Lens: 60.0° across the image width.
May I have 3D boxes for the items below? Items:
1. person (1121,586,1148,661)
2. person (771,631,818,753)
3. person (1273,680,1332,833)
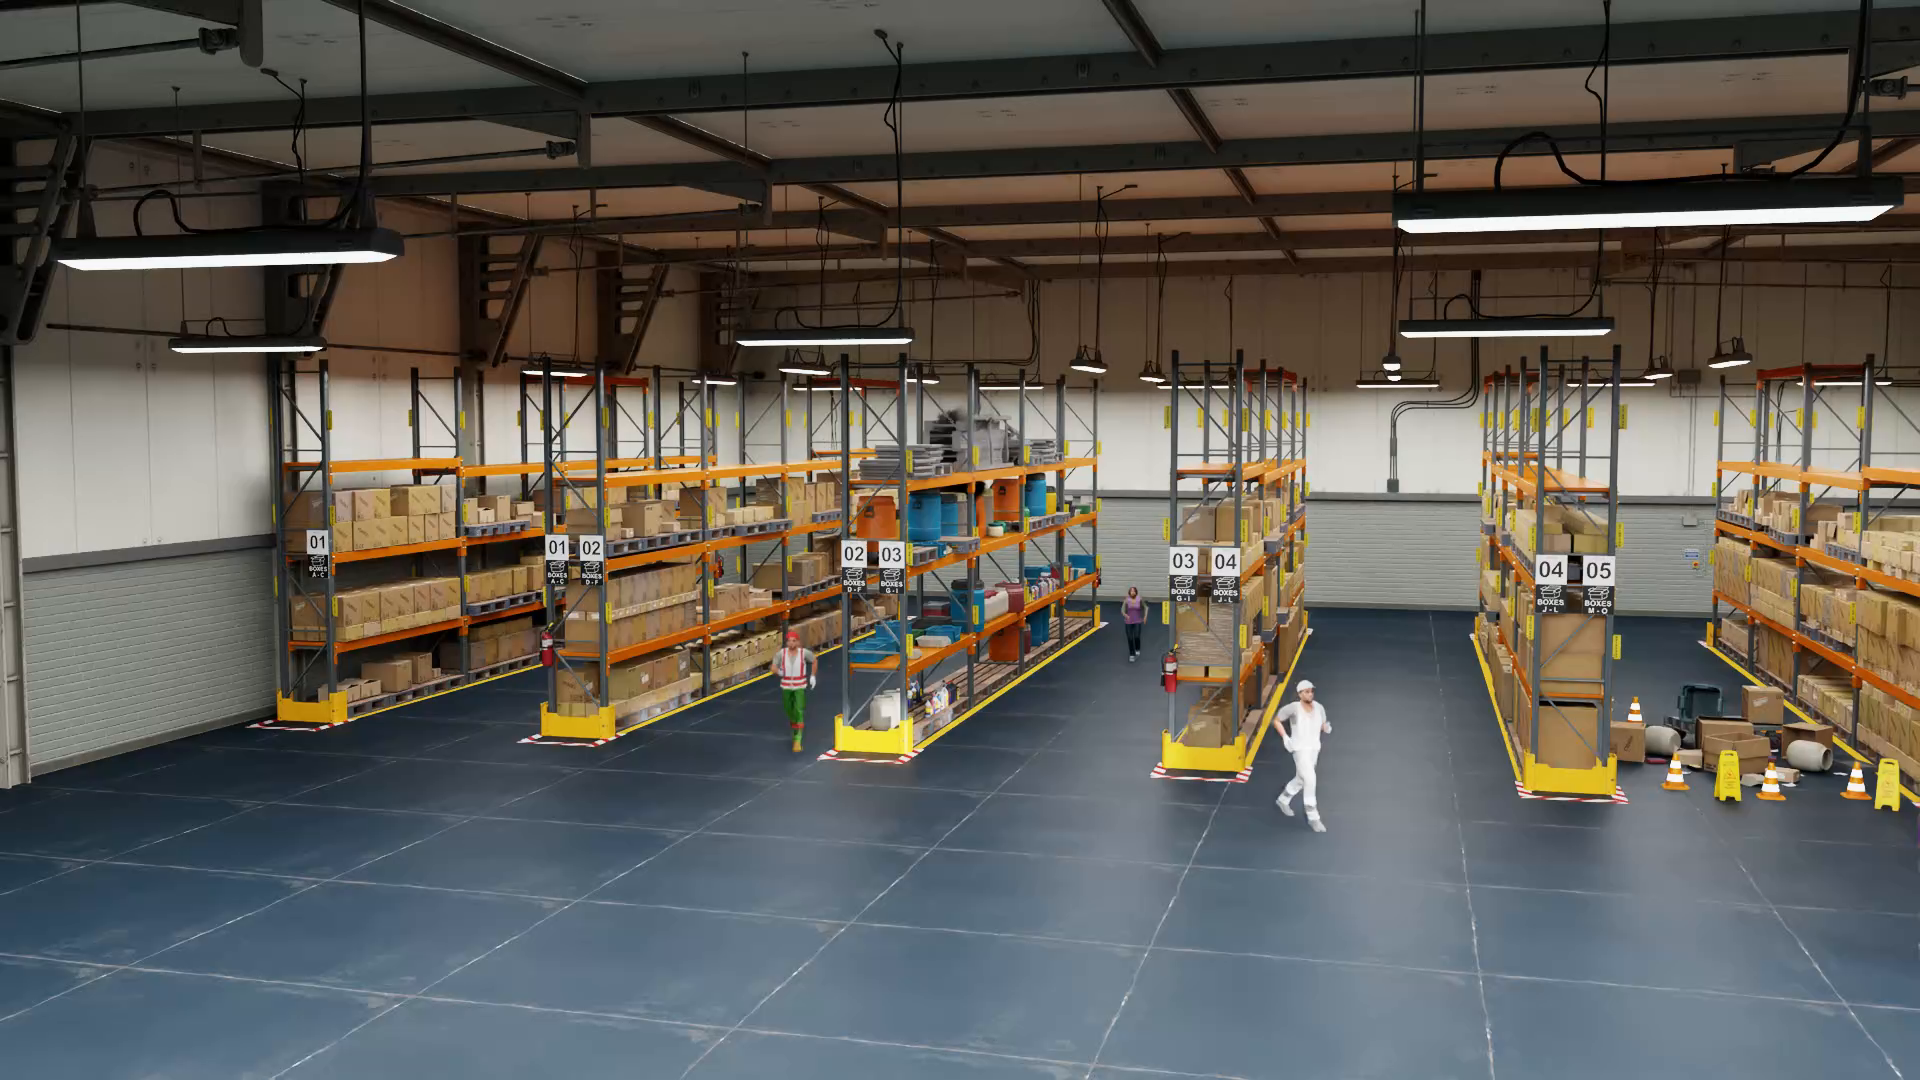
[{"bbox_3d":[3.614,1.738,34.490,0.567,1.566,0.575,1,4,8],"label":"person"},{"bbox_3d":[-2.545,2.285,25.441,0.682,1.812,0.937,0,4,5],"label":"person"},{"bbox_3d":[4.267,2.624,20.561,0.629,1.815,0.916,-2,5,-31],"label":"person"}]
